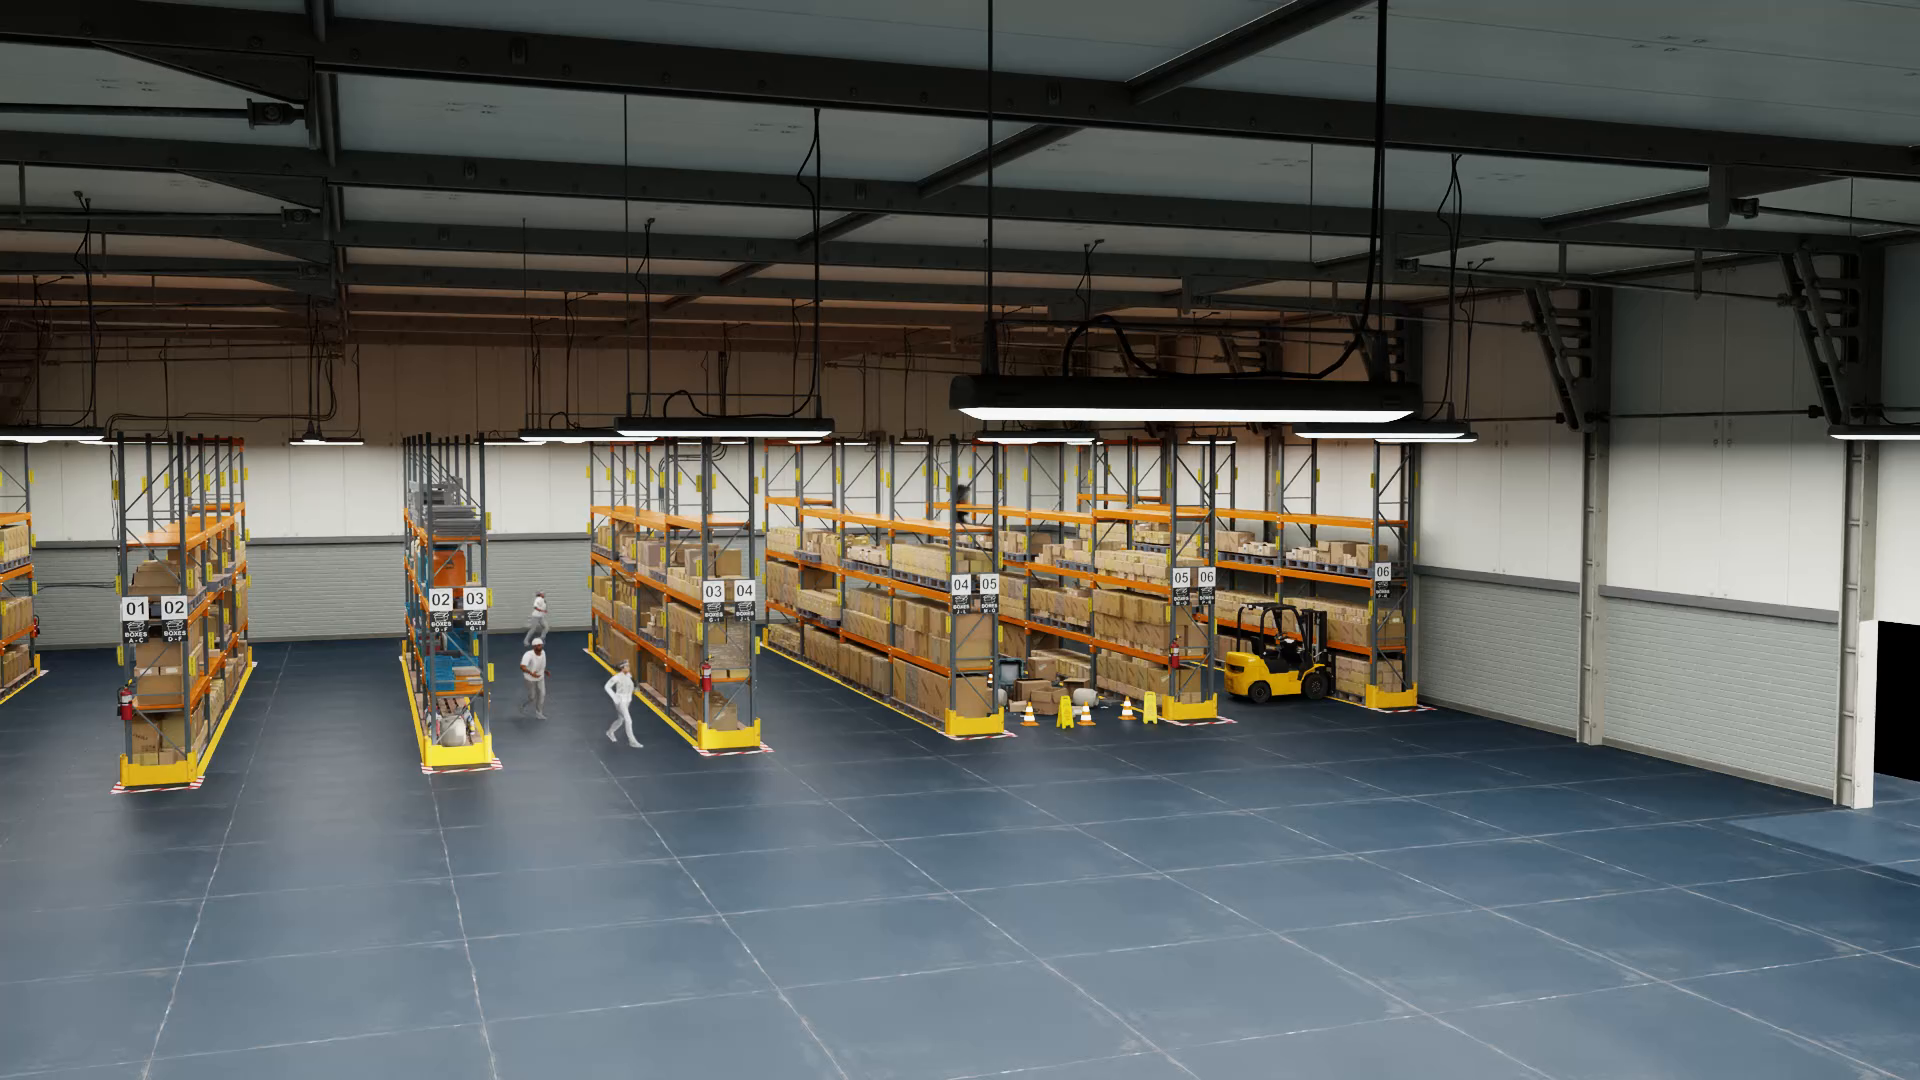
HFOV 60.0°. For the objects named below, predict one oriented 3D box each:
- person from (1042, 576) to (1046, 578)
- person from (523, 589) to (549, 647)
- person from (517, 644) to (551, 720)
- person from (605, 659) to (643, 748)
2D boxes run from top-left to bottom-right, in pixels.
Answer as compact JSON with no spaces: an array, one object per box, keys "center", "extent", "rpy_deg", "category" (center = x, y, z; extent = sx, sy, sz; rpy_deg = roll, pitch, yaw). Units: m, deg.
[{"center":[2.340,1.941,47.421],"extent":[0.671,1.816,1.004],"rpy_deg":[-2,4,-26],"category":"person"},{"center":[-12.212,2.258,48.061],"extent":[0.710,1.689,0.660],"rpy_deg":[1,3,12],"category":"person"},{"center":[-9.043,2.941,35.124],"extent":[0.842,1.683,0.695],"rpy_deg":[3,4,40],"category":"person"},{"center":[-6.442,3.098,31.692],"extent":[0.946,1.669,0.624],"rpy_deg":[2,4,26],"category":"person"}]
